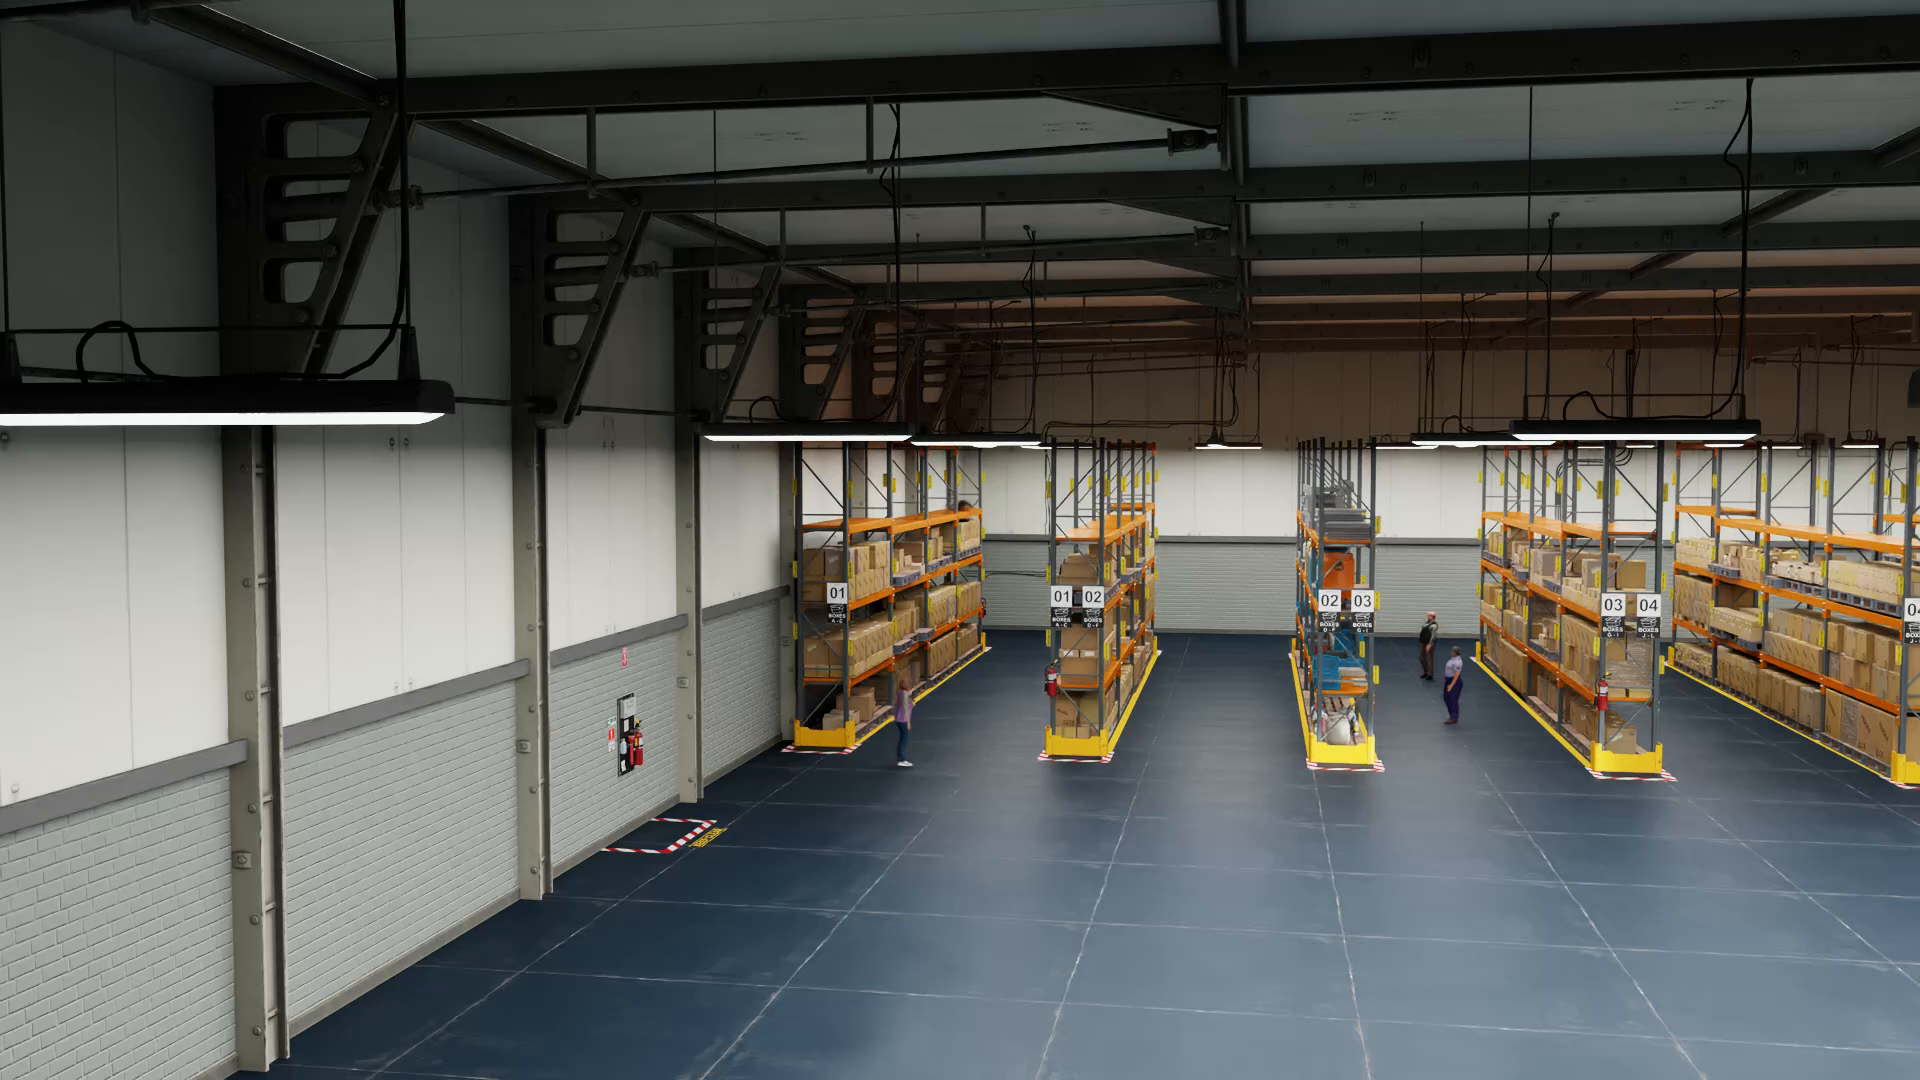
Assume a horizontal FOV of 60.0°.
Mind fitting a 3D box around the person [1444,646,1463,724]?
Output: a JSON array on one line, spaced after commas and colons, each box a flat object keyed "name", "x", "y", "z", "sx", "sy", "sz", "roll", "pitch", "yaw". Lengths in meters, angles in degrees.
[{"name": "person", "x": 10.380, "y": 3.079, "z": 35.090, "sx": 0.415, "sy": 1.690, "sz": 0.569, "roll": 0, "pitch": 3, "yaw": -6}]

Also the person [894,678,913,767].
[{"name": "person", "x": -1.032, "y": 3.349, "z": 30.368, "sx": 0.329, "sy": 1.657, "sz": 0.508, "roll": -1, "pitch": 3, "yaw": -16}]

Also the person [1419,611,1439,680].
[{"name": "person", "x": 11.782, "y": 2.666, "z": 41.910, "sx": 0.430, "sy": 1.750, "sz": 0.636, "roll": -1, "pitch": 3, "yaw": -18}]
